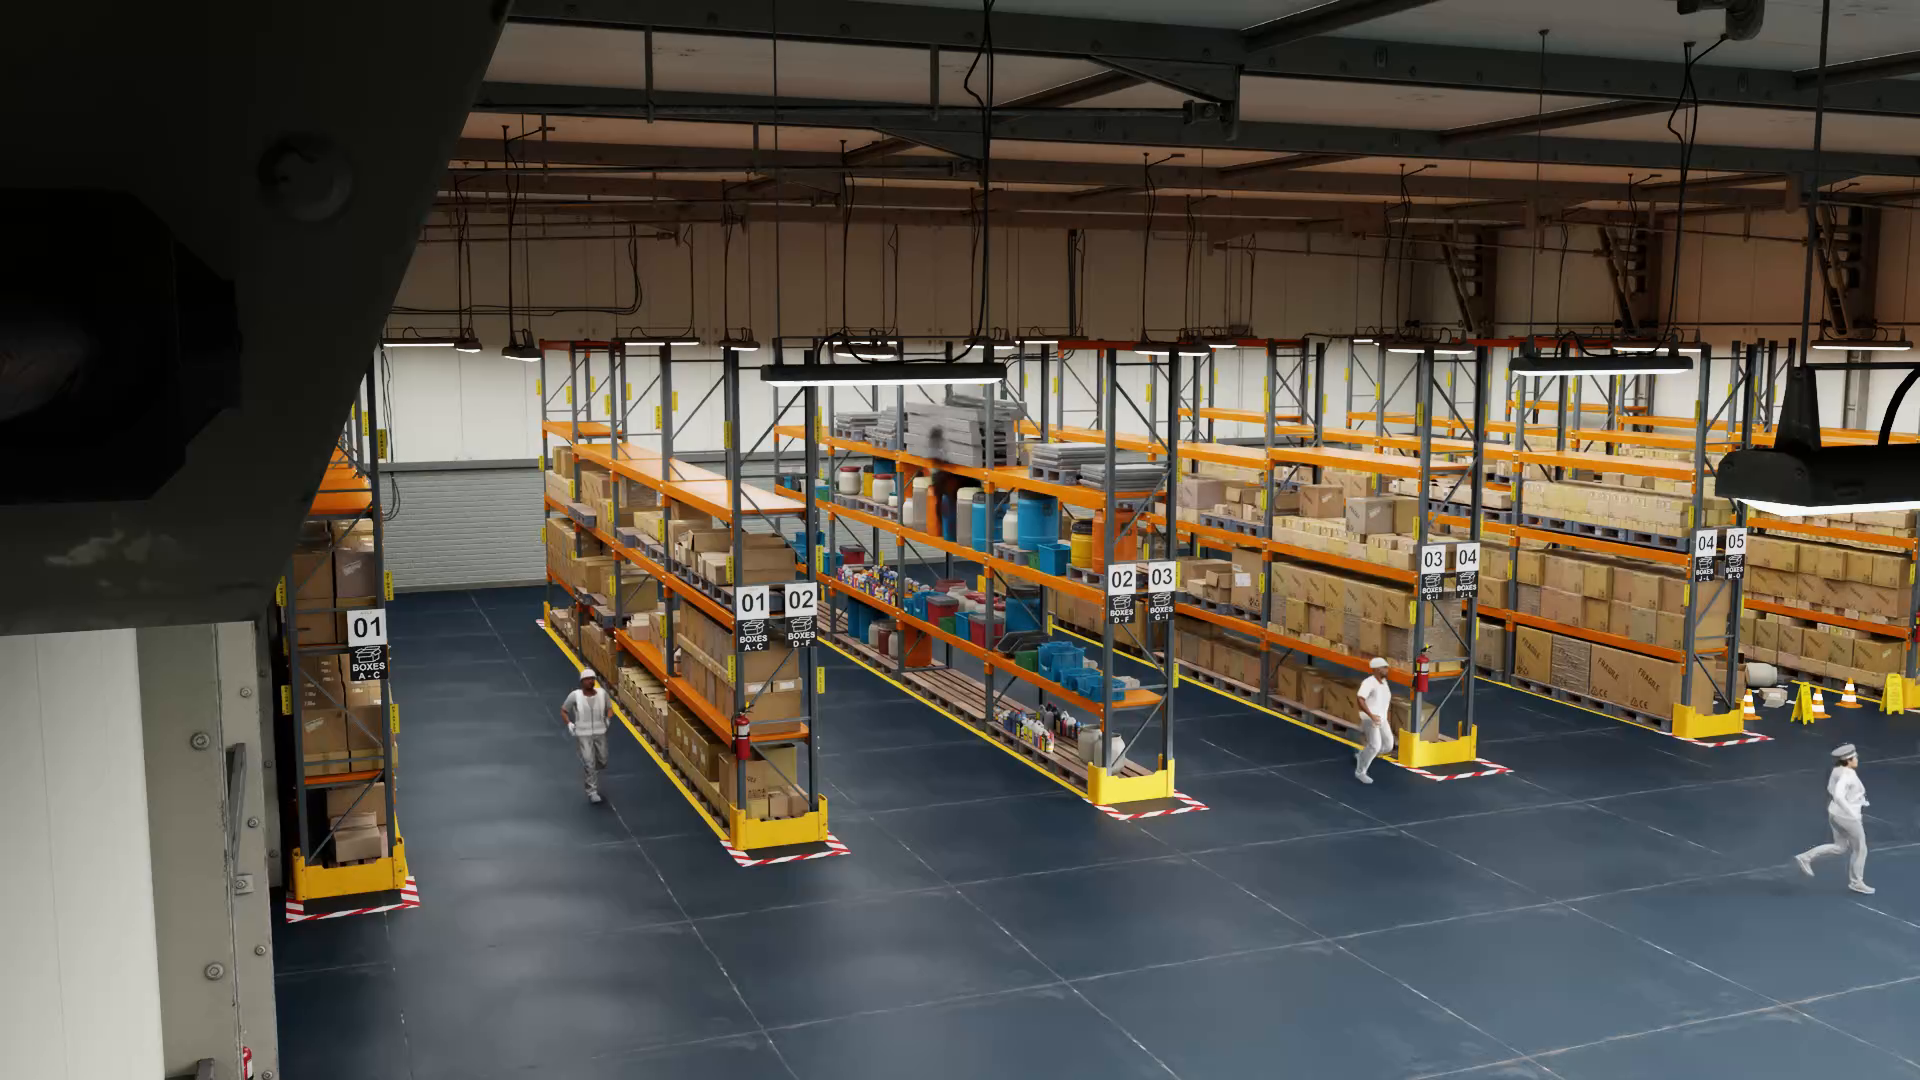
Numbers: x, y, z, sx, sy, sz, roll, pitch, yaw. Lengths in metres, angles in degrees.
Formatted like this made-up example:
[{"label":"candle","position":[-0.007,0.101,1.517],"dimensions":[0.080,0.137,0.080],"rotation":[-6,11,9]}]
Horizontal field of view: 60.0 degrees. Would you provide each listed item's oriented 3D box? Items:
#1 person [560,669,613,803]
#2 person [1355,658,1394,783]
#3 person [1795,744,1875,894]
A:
[{"label":"person","position":[-4.954,2.586,22.220],"dimensions":[0.694,1.748,0.804],"rotation":[-4,8,-28]},{"label":"person","position":[5.796,2.488,23.179],"dimensions":[0.531,1.702,0.757],"rotation":[7,10,42]},{"label":"person","position":[9.828,3.108,18.561],"dimensions":[0.843,1.696,0.618],"rotation":[1,7,8]}]
